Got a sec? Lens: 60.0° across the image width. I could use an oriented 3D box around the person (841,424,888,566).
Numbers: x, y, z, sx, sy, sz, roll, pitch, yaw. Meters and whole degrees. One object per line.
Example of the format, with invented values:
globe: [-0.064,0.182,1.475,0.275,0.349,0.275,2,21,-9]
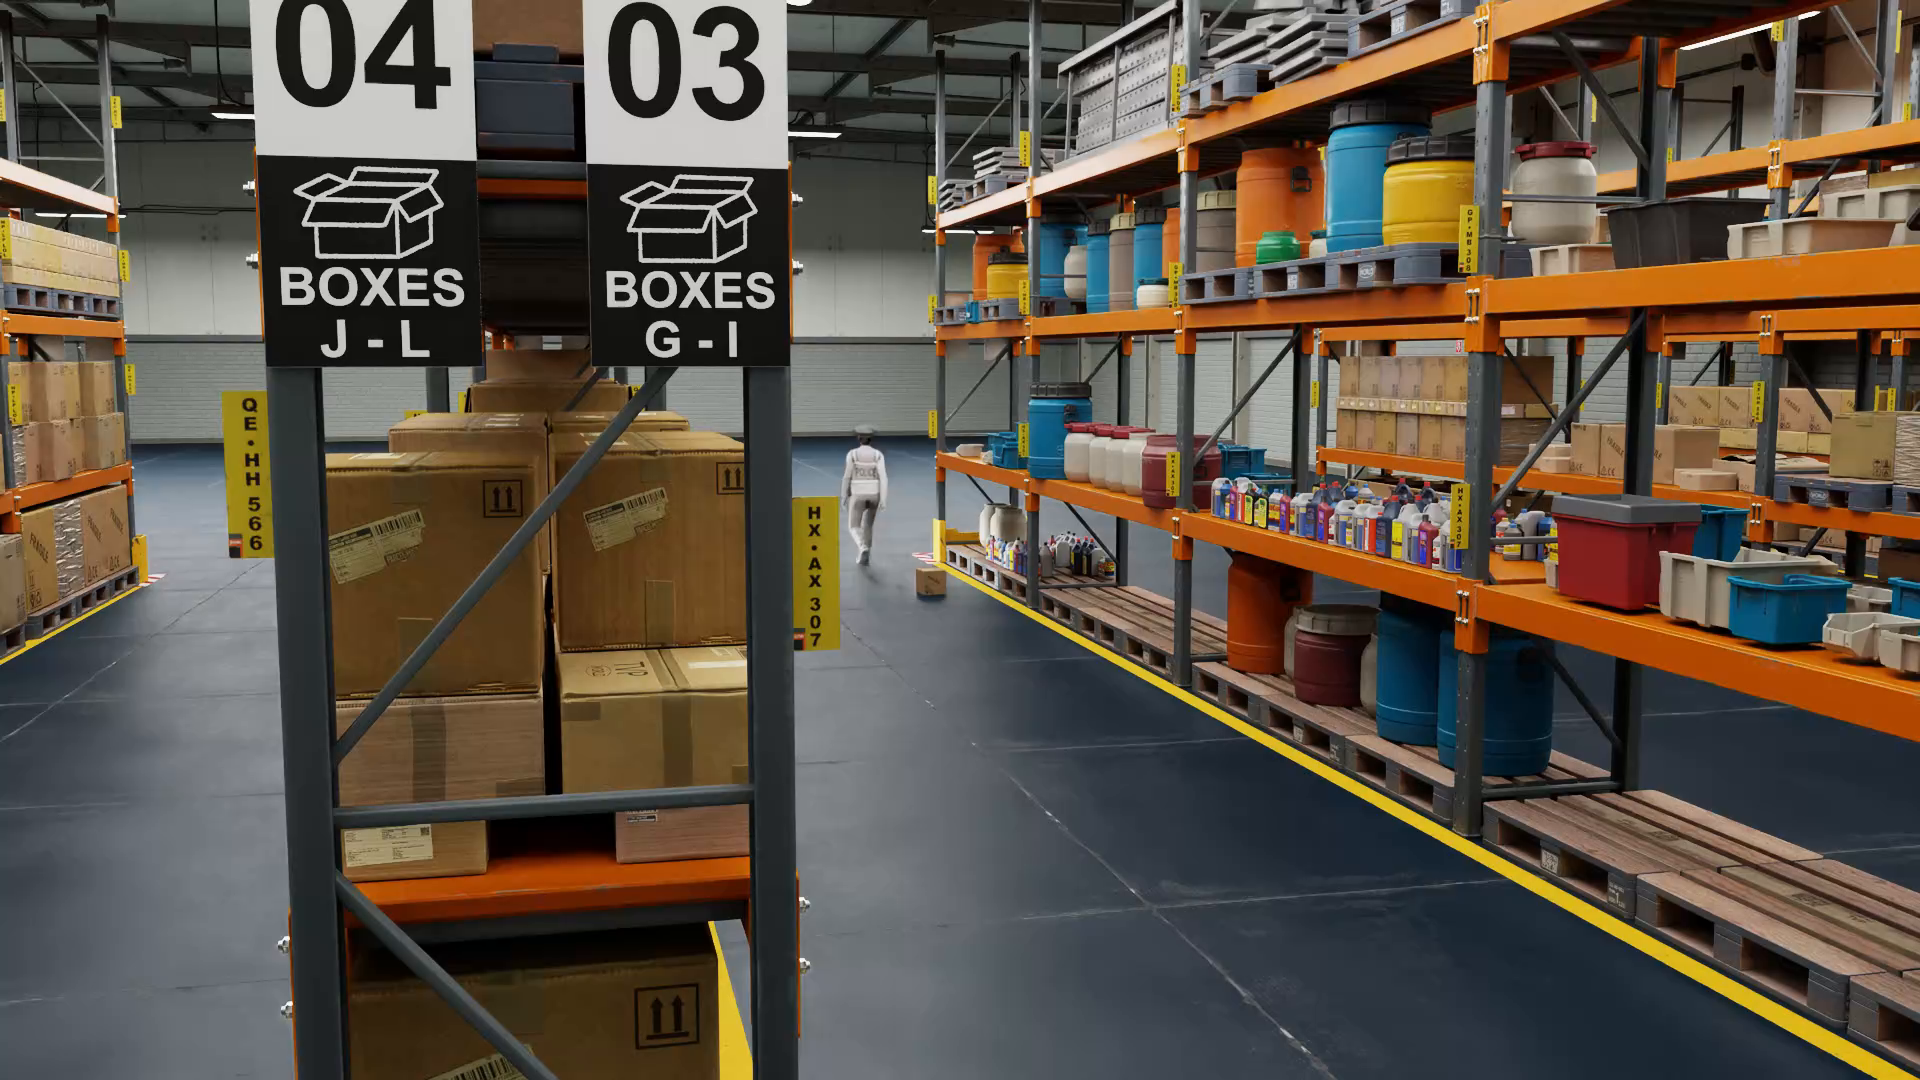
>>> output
person: [-1.083,-0.495,19.012,0.506,1.648,0.840,-2,6,-16]
